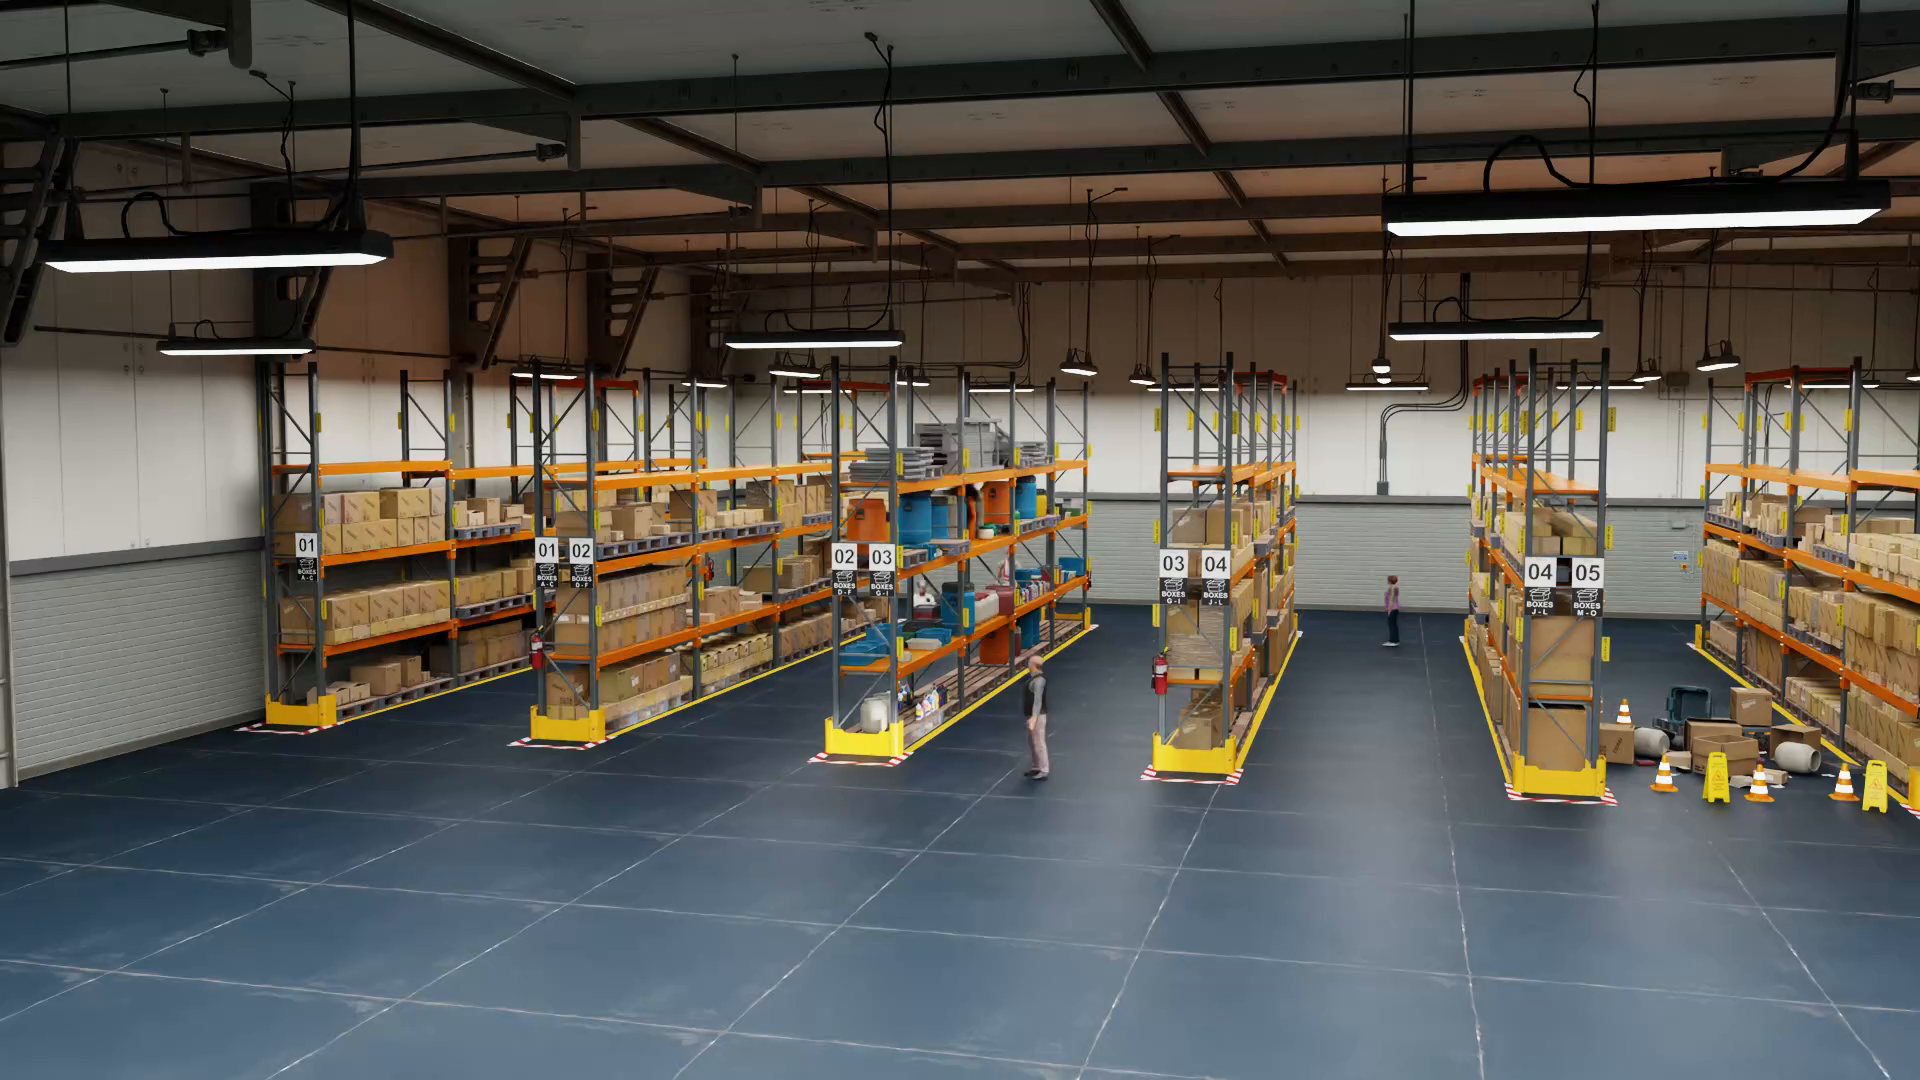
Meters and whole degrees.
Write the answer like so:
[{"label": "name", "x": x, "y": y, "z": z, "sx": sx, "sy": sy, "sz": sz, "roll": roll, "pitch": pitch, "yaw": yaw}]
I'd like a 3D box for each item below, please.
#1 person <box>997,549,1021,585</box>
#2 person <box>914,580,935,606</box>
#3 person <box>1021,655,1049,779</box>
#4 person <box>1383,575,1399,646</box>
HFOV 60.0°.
[{"label": "person", "x": 1.266, "y": 1.143, "z": 43.144, "sx": 0.642, "sy": 1.851, "sz": 0.745, "roll": 1, "pitch": 4, "yaw": 11}, {"label": "person", "x": -0.802, "y": 1.678, "z": 34.599, "sx": 0.566, "sy": 1.688, "sz": 1.029, "roll": 1, "pitch": 4, "yaw": 19}, {"label": "person", "x": 1.058, "y": 2.499, "z": 23.461, "sx": 0.384, "sy": 1.750, "sz": 0.578, "roll": -1, "pitch": 4, "yaw": -9}, {"label": "person", "x": 9.687, "y": 1.575, "z": 37.288, "sx": 0.334, "sy": 1.608, "sz": 0.498, "roll": 2, "pitch": 4, "yaw": 25}]
